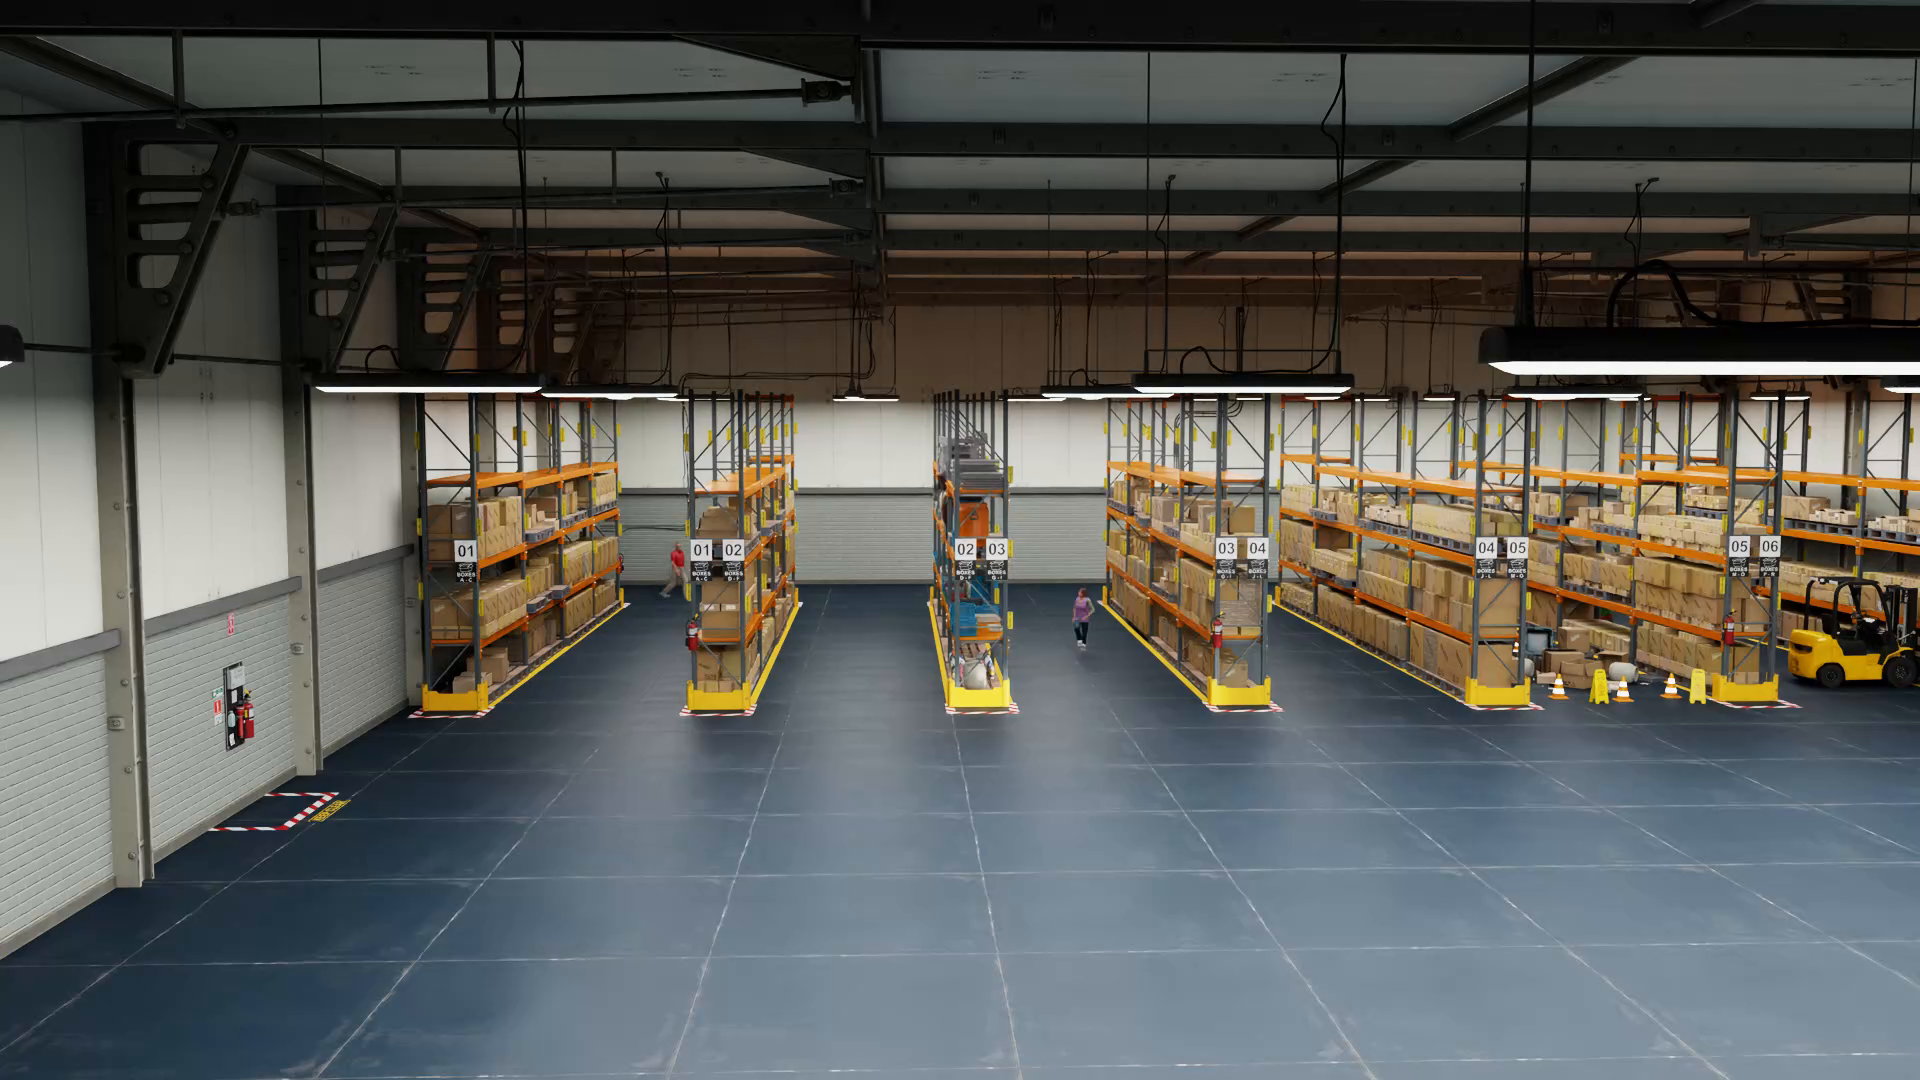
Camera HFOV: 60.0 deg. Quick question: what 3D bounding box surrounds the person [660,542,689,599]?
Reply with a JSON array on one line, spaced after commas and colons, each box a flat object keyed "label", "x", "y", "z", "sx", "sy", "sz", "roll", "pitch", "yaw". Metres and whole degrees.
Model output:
[{"label": "person", "x": -8.310, "y": 0.903, "z": 48.805, "sx": 0.975, "sy": 1.675, "sz": 0.595, "roll": 1, "pitch": 5, "yaw": 12}]

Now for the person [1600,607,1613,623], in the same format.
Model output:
[{"label": "person", "x": 16.393, "y": 1.387, "z": 42.326, "sx": 0.460, "sy": 1.795, "sz": 0.571, "roll": 2, "pitch": 5, "yaw": 21}]

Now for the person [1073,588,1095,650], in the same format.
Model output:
[{"label": "person", "x": 2.814, "y": 1.817, "z": 37.846, "sx": 0.506, "sy": 1.471, "sz": 0.779, "roll": 0, "pitch": 5, "yaw": 6}]

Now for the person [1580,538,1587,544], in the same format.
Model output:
[{"label": "person", "x": 18.578, "y": 0.801, "z": 49.446, "sx": 0.806, "sy": 1.755, "sz": 0.614, "roll": 0, "pitch": 5, "yaw": -3}]
